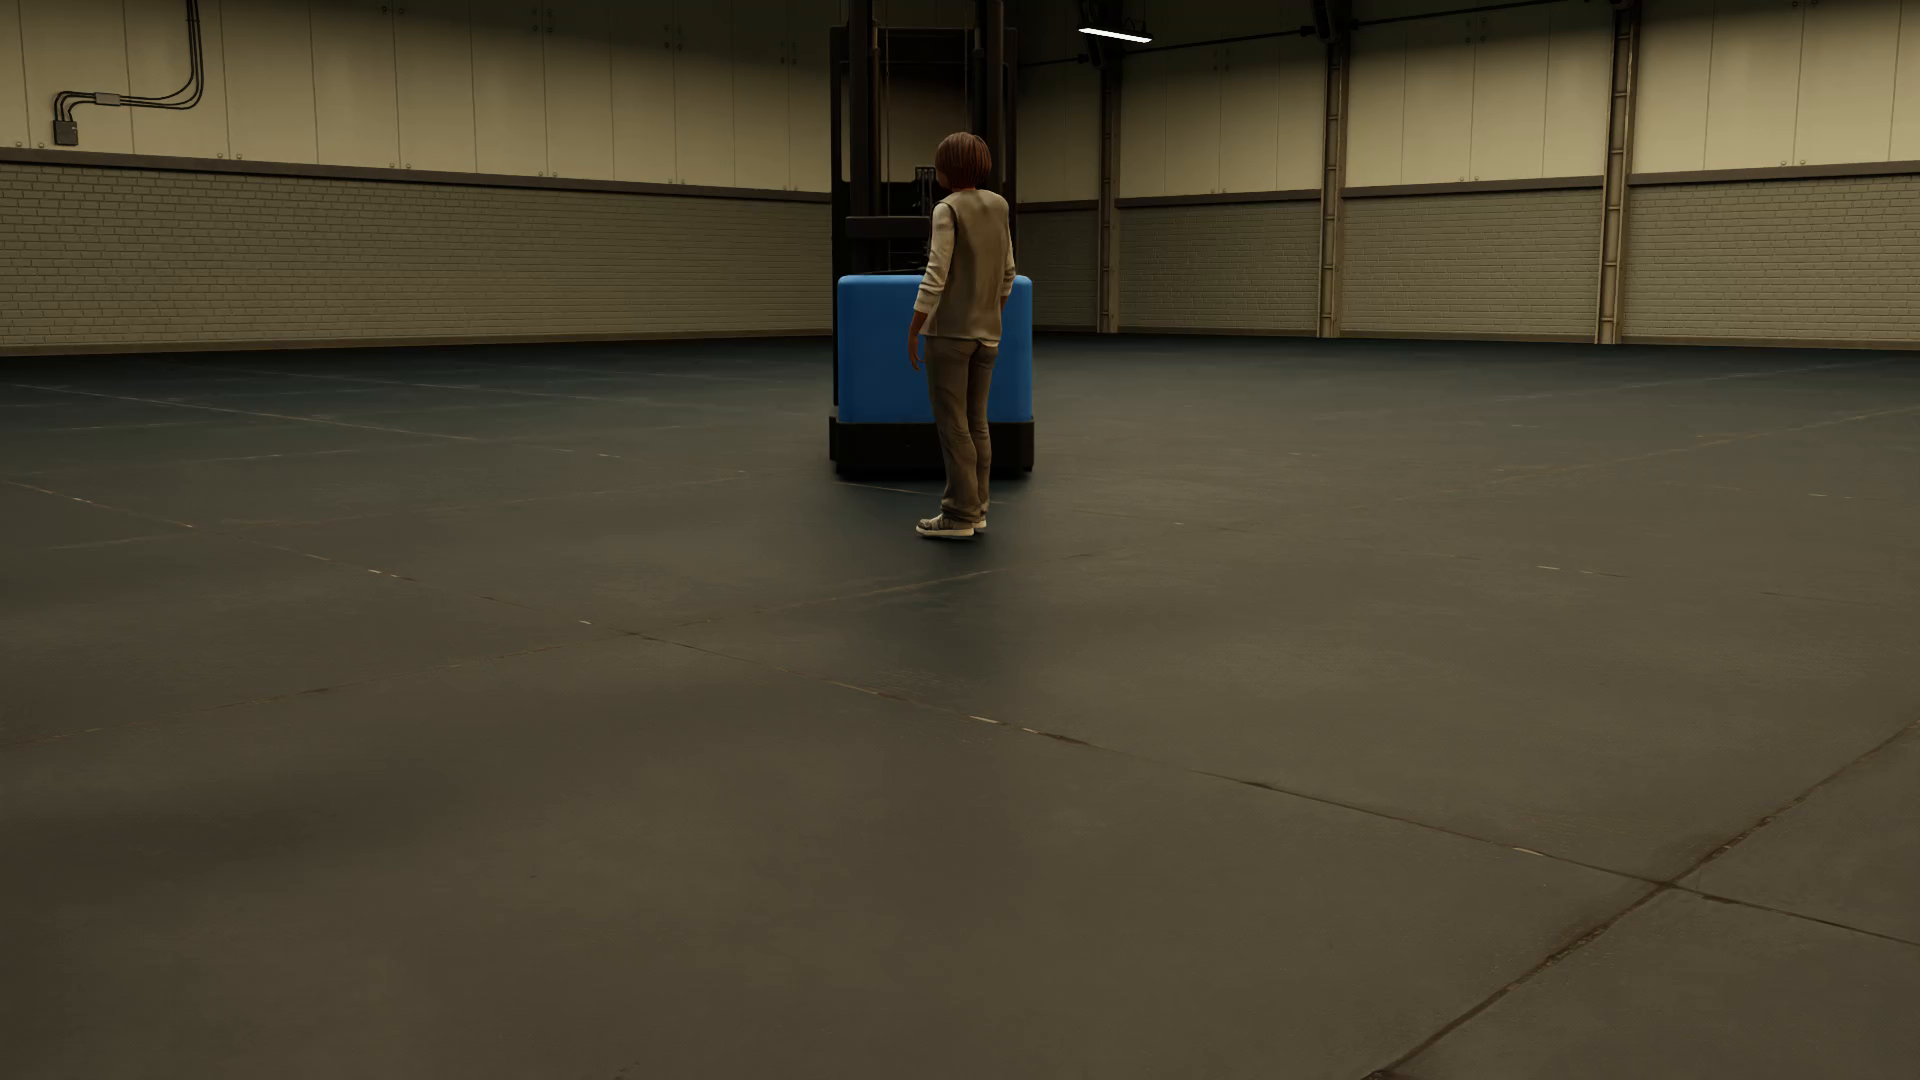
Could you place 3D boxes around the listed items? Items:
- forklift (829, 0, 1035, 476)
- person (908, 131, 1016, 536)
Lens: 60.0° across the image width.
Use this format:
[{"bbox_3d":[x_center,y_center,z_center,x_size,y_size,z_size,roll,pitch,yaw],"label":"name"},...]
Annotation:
[{"bbox_3d":[-0.231,-1.979,10.017,1.130,2.935,3.031,-1,9,-4],"label":"forklift"},{"bbox_3d":[-0.043,-0.806,6.658,0.475,1.596,0.521,8,12,43],"label":"person"}]
